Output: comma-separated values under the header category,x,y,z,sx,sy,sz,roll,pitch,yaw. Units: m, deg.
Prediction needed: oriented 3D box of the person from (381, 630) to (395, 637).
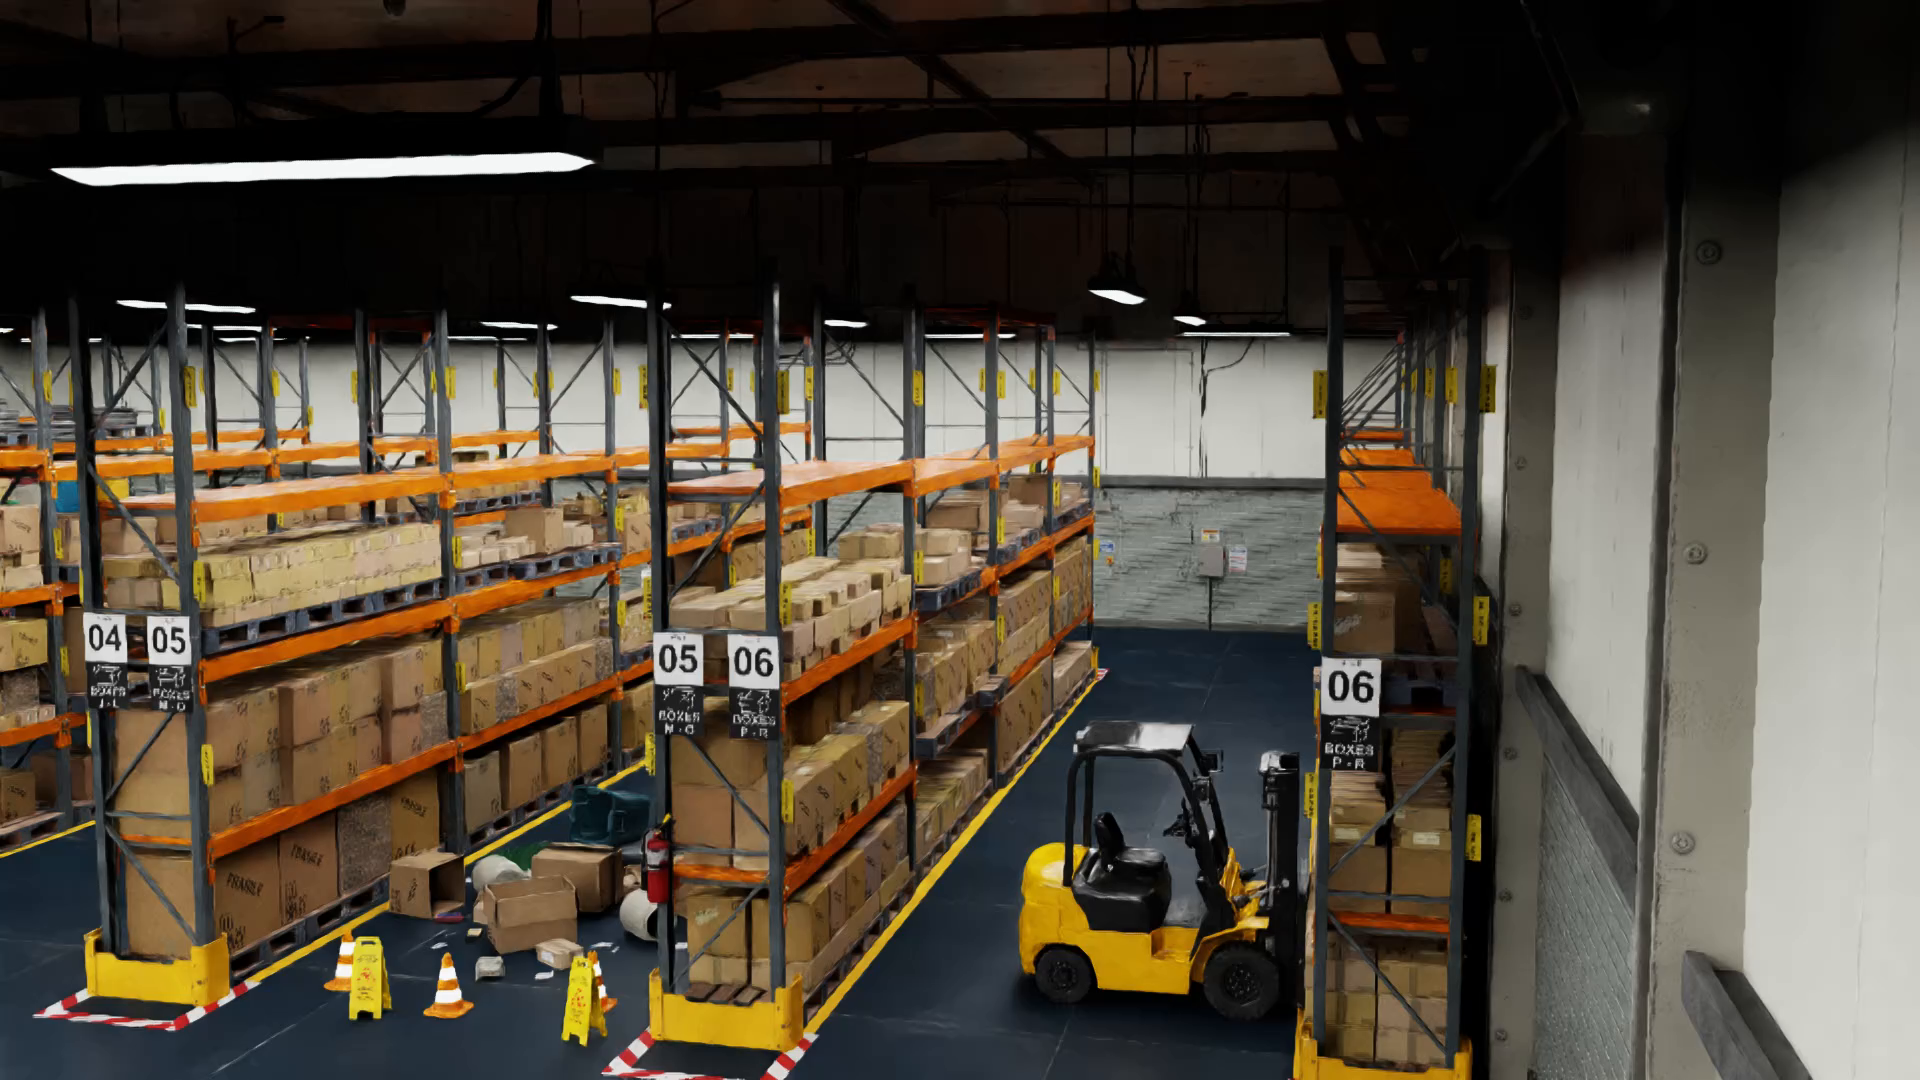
category,x,y,z,sx,sy,sz,roll,pitch,yaw
person,-7.884,1.998,23.186,0.677,1.674,0.534,1,6,11

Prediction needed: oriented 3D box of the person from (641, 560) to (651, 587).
category,x,y,z,sx,sy,sz,roll,pitch,yaw
person,-5.857,1.092,31.973,0.685,1.670,0.552,-5,7,-39
